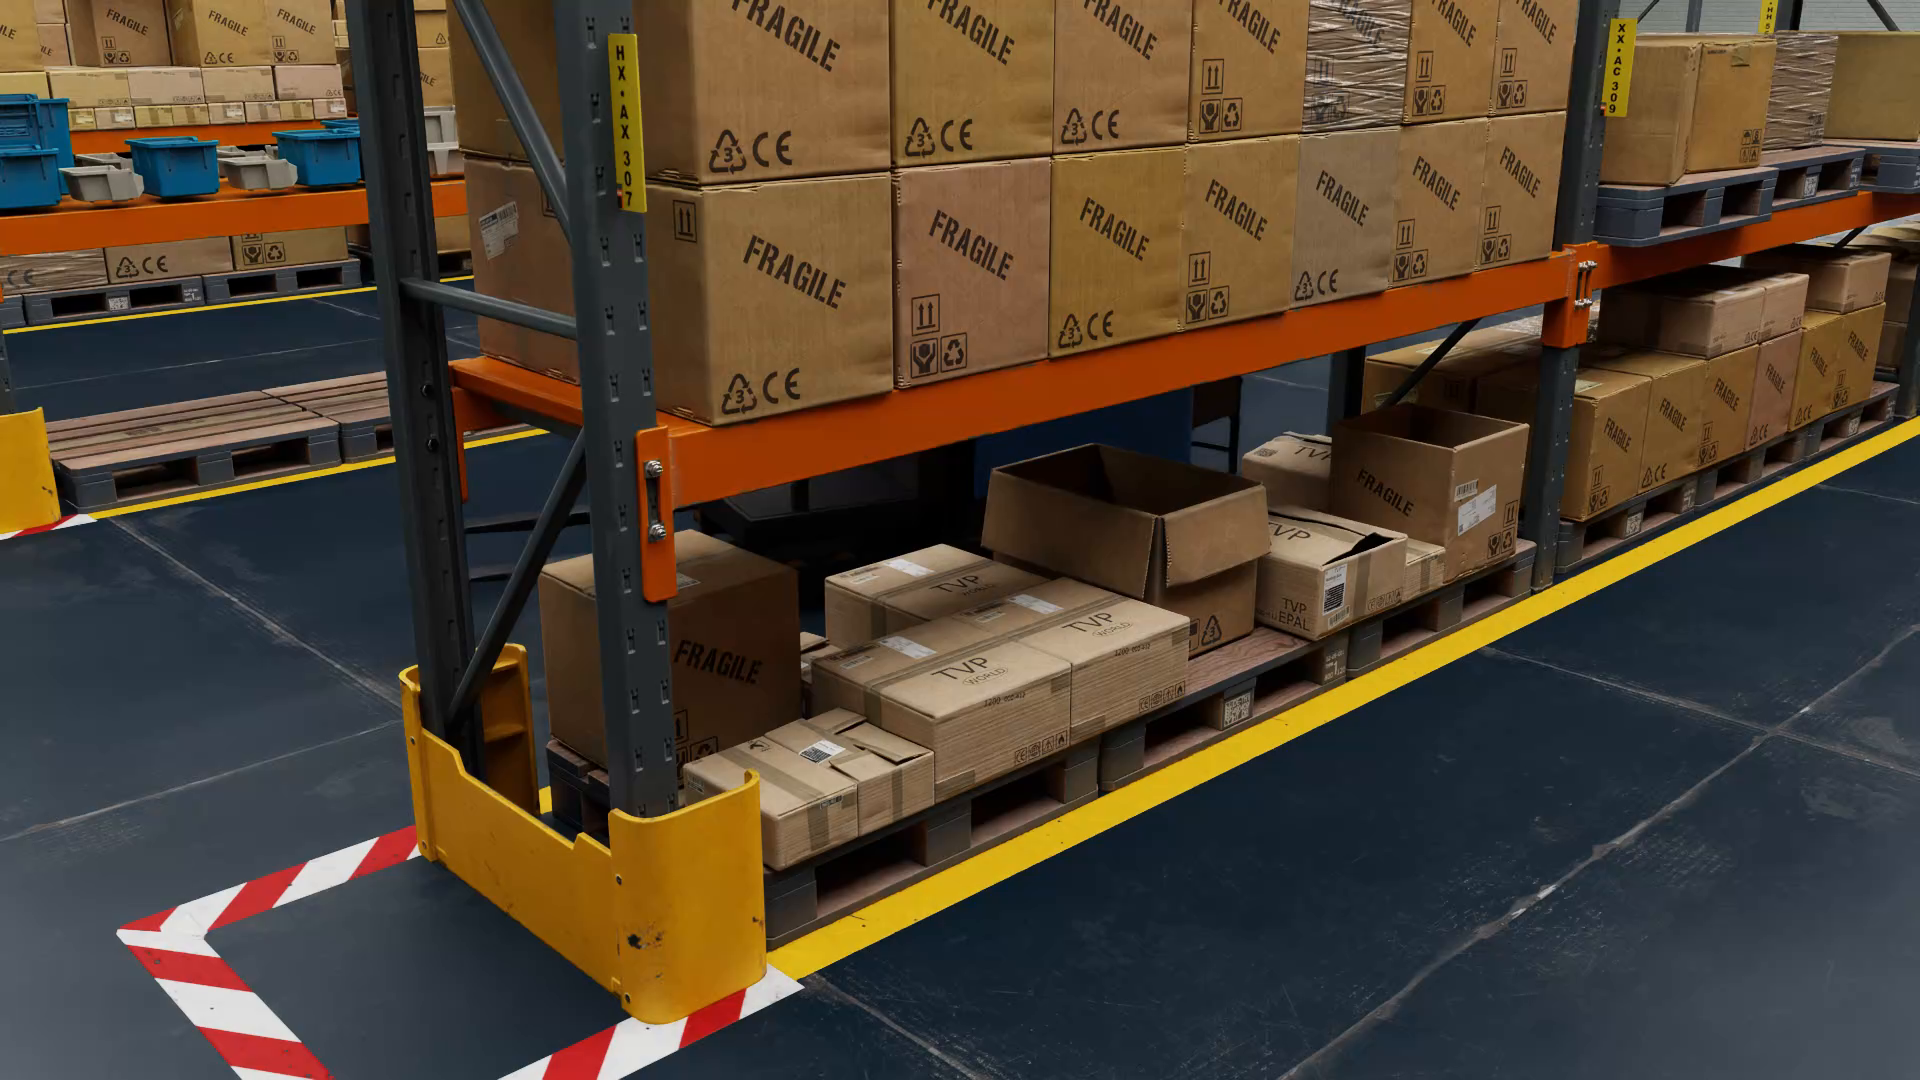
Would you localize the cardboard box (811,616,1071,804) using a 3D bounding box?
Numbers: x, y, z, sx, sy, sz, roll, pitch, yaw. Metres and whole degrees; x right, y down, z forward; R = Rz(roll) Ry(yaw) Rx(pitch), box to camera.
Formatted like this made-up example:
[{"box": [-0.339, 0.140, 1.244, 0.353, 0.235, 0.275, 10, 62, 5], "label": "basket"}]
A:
[{"box": [-0.051, 0.444, 4.498, 0.500, 0.250, 0.500, -16, 24, -41], "label": "cardboard box"}]

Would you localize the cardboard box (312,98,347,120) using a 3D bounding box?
[{"box": [-4.898, -3.308, 12.732, 0.250, 0.149, 0.380, -16, 24, -41], "label": "cardboard box"}]

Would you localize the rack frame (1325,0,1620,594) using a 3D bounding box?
[{"box": [1.902, -1.345, 6.270, 0.127, 3.000, 1.000, -16, 24, -41], "label": "rack frame"}]

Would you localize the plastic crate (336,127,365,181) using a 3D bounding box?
[{"box": [-2.825, -1.878, 8.089, 0.300, 0.233, 0.416, -16, 24, -41], "label": "plastic crate"}]

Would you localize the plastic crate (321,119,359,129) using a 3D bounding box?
[{"box": [-3.089, -2.050, 8.618, 0.300, 0.233, 0.416, -16, 24, -41], "label": "plastic crate"}]

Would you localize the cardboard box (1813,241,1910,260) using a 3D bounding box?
[{"box": [5.393, -1.629, 10.013, 0.500, 0.311, 0.500, -17, 24, -42], "label": "cardboard box"}]

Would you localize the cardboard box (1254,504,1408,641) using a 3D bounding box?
[{"box": [1.138, 0.068, 5.558, 0.500, 0.311, 0.500, -16, 24, -41], "label": "cardboard box"}]

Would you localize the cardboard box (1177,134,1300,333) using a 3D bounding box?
[{"box": [0.601, -0.902, 4.740, 0.500, 0.500, 0.500, -16, 24, -40], "label": "cardboard box"}]

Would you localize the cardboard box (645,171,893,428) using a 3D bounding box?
[{"box": [-0.501, -0.580, 3.748, 0.500, 0.500, 0.500, -16, 24, -40], "label": "cardboard box"}]

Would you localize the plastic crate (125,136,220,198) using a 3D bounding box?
[{"box": [-3.521, -1.675, 7.462, 0.300, 0.233, 0.416, -16, 24, -41], "label": "plastic crate"}]

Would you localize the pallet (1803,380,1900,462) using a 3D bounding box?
[{"box": [4.240, -0.716, 8.852, 1.213, 0.211, 1.003, -16, 24, -41], "label": "pallet"}]

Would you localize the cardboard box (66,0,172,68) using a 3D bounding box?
[{"box": [-6.163, -3.735, 12.185, 0.500, 0.500, 0.500, 17, 25, 42], "label": "cardboard box"}]

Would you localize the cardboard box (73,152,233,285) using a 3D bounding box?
[{"box": [-6.090, -2.442, 12.418, 0.875, 0.875, 0.875, -16, 24, -41], "label": "cardboard box"}]

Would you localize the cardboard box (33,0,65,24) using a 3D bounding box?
[{"box": [-8.763, -5.093, 15.562, 0.500, 0.500, 0.500, 17, 25, 42], "label": "cardboard box"}]

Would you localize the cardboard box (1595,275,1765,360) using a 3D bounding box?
[{"box": [3.147, -0.982, 7.273, 0.500, 0.250, 0.500, -16, 24, -41], "label": "cardboard box"}]

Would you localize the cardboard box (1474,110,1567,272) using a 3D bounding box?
[{"box": [1.715, -1.229, 5.750, 0.500, 0.500, 0.500, -16, 24, -40], "label": "cardboard box"}]

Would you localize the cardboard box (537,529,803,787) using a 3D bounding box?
[{"box": [-0.779, 0.312, 4.499, 0.500, 0.500, 0.500, -16, 24, -41], "label": "cardboard box"}]

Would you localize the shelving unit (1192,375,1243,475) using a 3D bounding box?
[{"box": [0.990, -1.256, 7.453, 0.431, 2.100, 0.503, 14, 23, 36], "label": "shelving unit"}]

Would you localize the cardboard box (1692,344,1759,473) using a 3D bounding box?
[{"box": [3.169, -0.633, 7.413, 0.500, 0.500, 0.500, -16, 24, -40], "label": "cardboard box"}]

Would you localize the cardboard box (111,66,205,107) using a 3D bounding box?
[{"box": [-5.787, -3.265, 11.953, 0.500, 0.250, 0.500, -16, 24, -40], "label": "cardboard box"}]

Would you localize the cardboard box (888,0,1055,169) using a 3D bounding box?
[{"box": [-0.126, -1.168, 3.940, 0.500, 0.500, 0.500, -16, 24, -40], "label": "cardboard box"}]

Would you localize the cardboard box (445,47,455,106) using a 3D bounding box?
[{"box": [-4.031, -3.762, 13.561, 0.500, 0.500, 0.500, -16, 24, -41], "label": "cardboard box"}]

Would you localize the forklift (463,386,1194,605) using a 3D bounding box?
[{"box": [-0.575, -1.337, 6.358, 3.031, 2.935, 1.130, -9, 20, -25], "label": "forklift"}]

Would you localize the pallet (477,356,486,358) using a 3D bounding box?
[{"box": [-2.006, -0.965, 9.618, 1.213, 0.211, 1.003, -16, 24, -41], "label": "pallet"}]

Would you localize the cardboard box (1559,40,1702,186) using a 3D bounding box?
[{"box": [2.400, -1.643, 6.344, 0.700, 0.500, 0.500, 9, 20, 26], "label": "cardboard box"}]

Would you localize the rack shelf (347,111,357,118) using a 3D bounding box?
[{"box": [-3.448, -3.647, 14.537, 4.000, 0.370, 1.077, -16, 24, -41], "label": "rack shelf"}]

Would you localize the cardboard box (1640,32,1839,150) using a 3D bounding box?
[{"box": [3.632, -2.130, 7.848, 0.500, 0.500, 0.700, -11, 21, -31], "label": "cardboard box"}]

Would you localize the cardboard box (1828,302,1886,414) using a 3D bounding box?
[{"box": [4.290, -0.962, 8.428, 0.500, 0.500, 0.500, -15, 23, -39], "label": "cardboard box"}]

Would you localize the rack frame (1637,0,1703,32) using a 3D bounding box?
[{"box": [7.221, -4.999, 17.538, 0.127, 3.000, 1.000, -16, 24, -41], "label": "rack frame"}]

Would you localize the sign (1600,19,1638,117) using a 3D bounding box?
[{"box": [2.280, -1.637, 5.766, 0.005, 0.325, 0.100, -16, 24, -41], "label": "sign"}]

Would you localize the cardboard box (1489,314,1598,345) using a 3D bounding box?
[{"box": [2.793, -0.743, 7.753, 0.500, 0.500, 0.500, -16, 24, -40], "label": "cardboard box"}]

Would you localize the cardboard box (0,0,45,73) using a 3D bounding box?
[{"box": [-6.538, -3.403, 11.163, 0.500, 0.500, 0.500, -17, 25, -42], "label": "cardboard box"}]

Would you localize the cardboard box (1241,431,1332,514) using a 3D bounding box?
[{"box": [1.448, -0.235, 6.492, 0.500, 0.311, 0.500, -16, 24, -41], "label": "cardboard box"}]

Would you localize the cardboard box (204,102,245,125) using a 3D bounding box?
[{"box": [-5.458, -3.145, 12.228, 0.250, 0.149, 0.380, -16, 24, -40], "label": "cardboard box"}]

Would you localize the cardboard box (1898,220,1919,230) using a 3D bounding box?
[{"box": [6.501, -1.952, 11.010, 0.500, 0.311, 0.500, 17, 25, 42], "label": "cardboard box"}]

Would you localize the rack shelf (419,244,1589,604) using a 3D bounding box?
[{"box": [0.449, -0.579, 5.073, 4.000, 0.370, 1.077, -16, 24, -41], "label": "rack shelf"}]

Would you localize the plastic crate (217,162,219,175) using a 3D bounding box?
[{"box": [-3.716, -1.783, 7.951, 0.243, 0.136, 0.396, -16, 24, -41], "label": "plastic crate"}]

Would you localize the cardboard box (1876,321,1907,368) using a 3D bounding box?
[{"box": [5.391, -1.130, 9.382, 0.500, 0.250, 0.500, -16, 24, -41], "label": "cardboard box"}]

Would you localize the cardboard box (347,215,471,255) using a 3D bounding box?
[{"box": [-4.450, -2.895, 13.814, 0.875, 0.875, 1.225, -16, 24, -41], "label": "cardboard box"}]

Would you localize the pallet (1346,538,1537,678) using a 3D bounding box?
[{"box": [1.402, 0.127, 6.252, 1.213, 0.211, 1.003, -16, 24, -41], "label": "pallet"}]

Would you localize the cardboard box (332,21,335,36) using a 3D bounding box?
[{"box": [-6.695, -5.317, 17.281, 0.250, 0.149, 0.380, -15, 23, -39], "label": "cardboard box"}]

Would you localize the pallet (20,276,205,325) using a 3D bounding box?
[{"box": [-6.394, -1.836, 12.305, 1.213, 0.211, 1.003, -16, 24, -41], "label": "pallet"}]

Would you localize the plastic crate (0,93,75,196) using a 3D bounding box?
[{"box": [-4.290, -1.766, 7.415, 0.499, 0.435, 0.616, -16, 24, -41], "label": "plastic crate"}]

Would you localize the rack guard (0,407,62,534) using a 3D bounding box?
[{"box": [-4.414, -0.411, 7.442, 0.348, 0.500, 1.175, -16, 24, -41], "label": "rack guard"}]

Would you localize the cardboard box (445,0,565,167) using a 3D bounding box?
[{"box": [-0.870, -1.177, 3.967, 0.500, 0.500, 0.500, -17, 24, -41], "label": "cardboard box"}]

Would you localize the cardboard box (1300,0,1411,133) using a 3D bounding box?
[{"box": [0.976, -1.487, 4.925, 0.500, 0.500, 0.500, -16, 24, -40], "label": "cardboard box"}]

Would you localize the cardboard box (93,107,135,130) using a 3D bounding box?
[{"box": [-6.017, -2.982, 11.727, 0.250, 0.149, 0.380, -16, 24, -40], "label": "cardboard box"}]

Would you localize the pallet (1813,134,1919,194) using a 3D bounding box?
[{"box": [4.364, -1.942, 8.422, 1.003, 0.211, 1.213, -16, 24, -41], "label": "pallet"}]

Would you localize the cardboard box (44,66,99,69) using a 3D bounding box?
[{"box": [-6.524, -3.277, 11.990, 0.500, 0.250, 0.500, -16, 24, -41], "label": "cardboard box"}]
